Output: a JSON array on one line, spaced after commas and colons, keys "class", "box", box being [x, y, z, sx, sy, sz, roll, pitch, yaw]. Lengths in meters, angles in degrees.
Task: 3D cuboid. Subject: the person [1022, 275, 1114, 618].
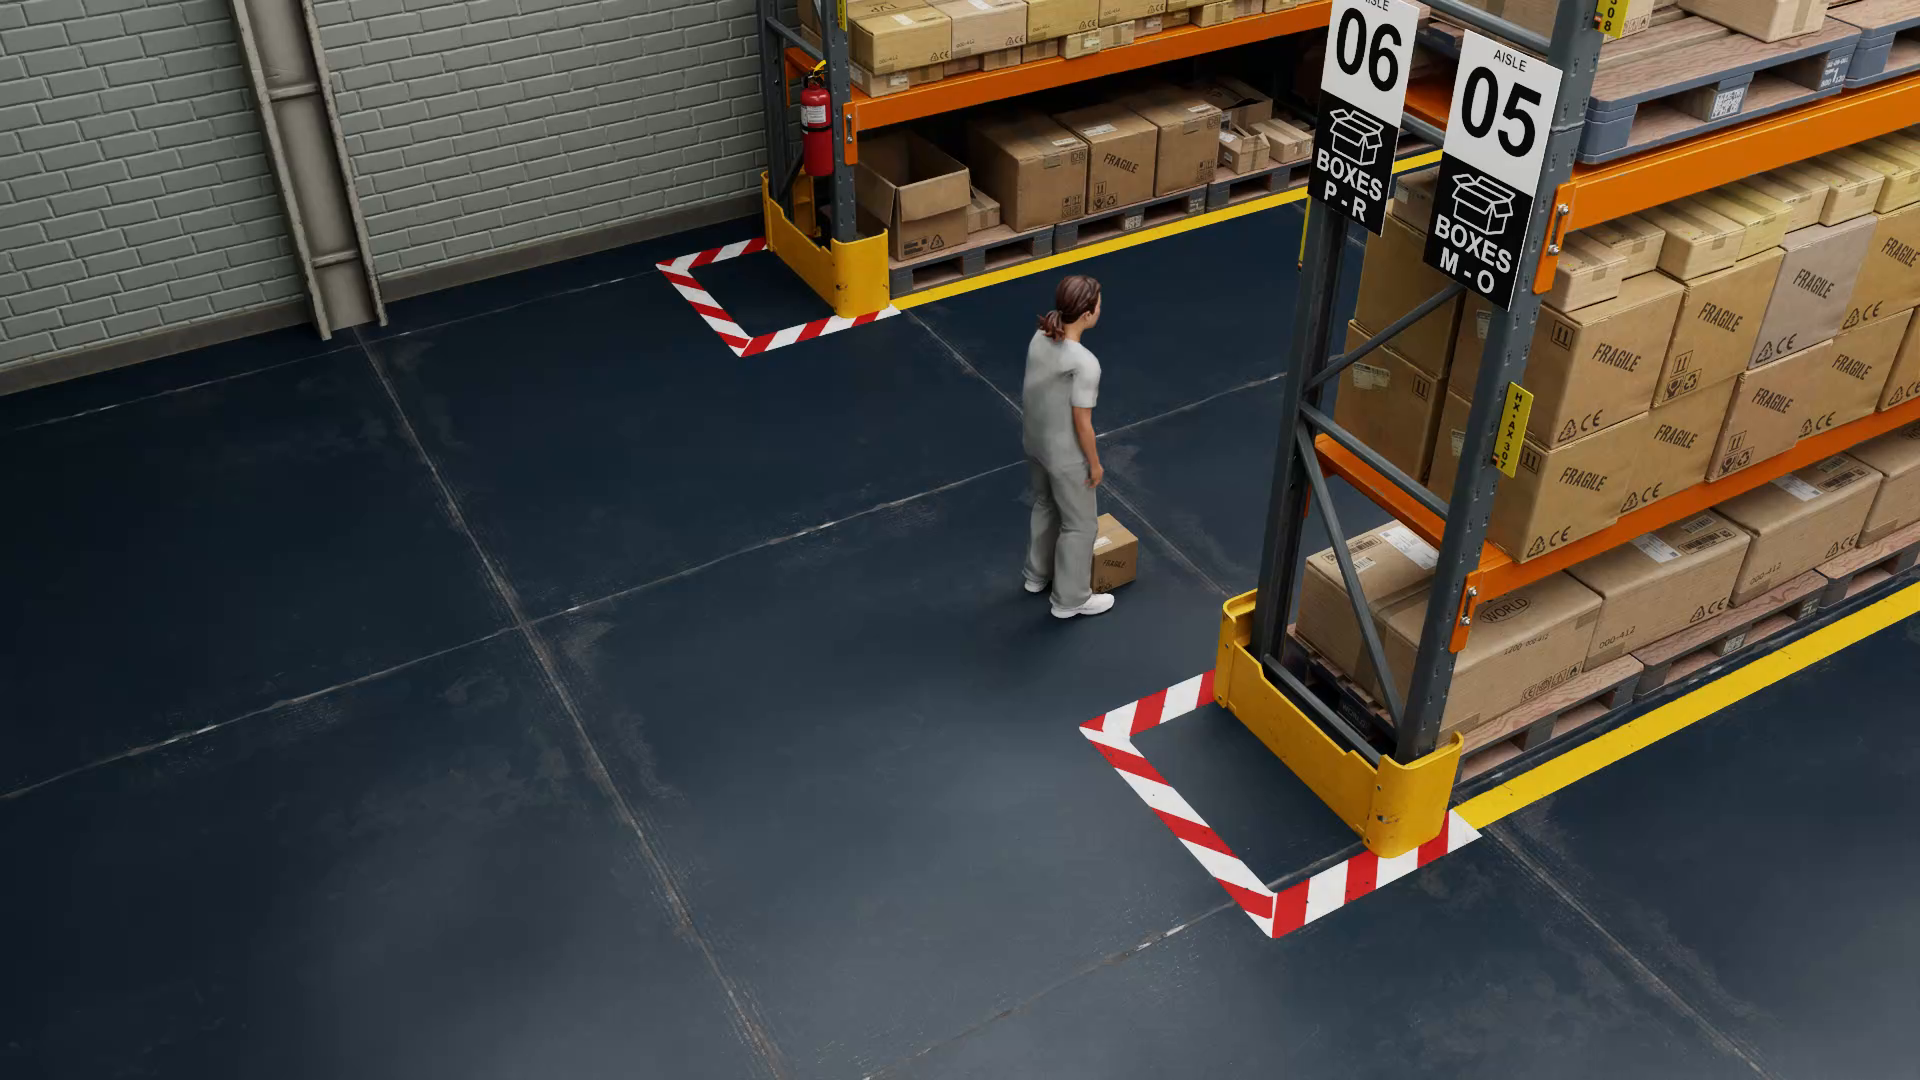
[{"class": "person", "box": [0.470, -0.414, 7.483, 0.360, 1.666, 0.486, -20, 41, -25]}]
